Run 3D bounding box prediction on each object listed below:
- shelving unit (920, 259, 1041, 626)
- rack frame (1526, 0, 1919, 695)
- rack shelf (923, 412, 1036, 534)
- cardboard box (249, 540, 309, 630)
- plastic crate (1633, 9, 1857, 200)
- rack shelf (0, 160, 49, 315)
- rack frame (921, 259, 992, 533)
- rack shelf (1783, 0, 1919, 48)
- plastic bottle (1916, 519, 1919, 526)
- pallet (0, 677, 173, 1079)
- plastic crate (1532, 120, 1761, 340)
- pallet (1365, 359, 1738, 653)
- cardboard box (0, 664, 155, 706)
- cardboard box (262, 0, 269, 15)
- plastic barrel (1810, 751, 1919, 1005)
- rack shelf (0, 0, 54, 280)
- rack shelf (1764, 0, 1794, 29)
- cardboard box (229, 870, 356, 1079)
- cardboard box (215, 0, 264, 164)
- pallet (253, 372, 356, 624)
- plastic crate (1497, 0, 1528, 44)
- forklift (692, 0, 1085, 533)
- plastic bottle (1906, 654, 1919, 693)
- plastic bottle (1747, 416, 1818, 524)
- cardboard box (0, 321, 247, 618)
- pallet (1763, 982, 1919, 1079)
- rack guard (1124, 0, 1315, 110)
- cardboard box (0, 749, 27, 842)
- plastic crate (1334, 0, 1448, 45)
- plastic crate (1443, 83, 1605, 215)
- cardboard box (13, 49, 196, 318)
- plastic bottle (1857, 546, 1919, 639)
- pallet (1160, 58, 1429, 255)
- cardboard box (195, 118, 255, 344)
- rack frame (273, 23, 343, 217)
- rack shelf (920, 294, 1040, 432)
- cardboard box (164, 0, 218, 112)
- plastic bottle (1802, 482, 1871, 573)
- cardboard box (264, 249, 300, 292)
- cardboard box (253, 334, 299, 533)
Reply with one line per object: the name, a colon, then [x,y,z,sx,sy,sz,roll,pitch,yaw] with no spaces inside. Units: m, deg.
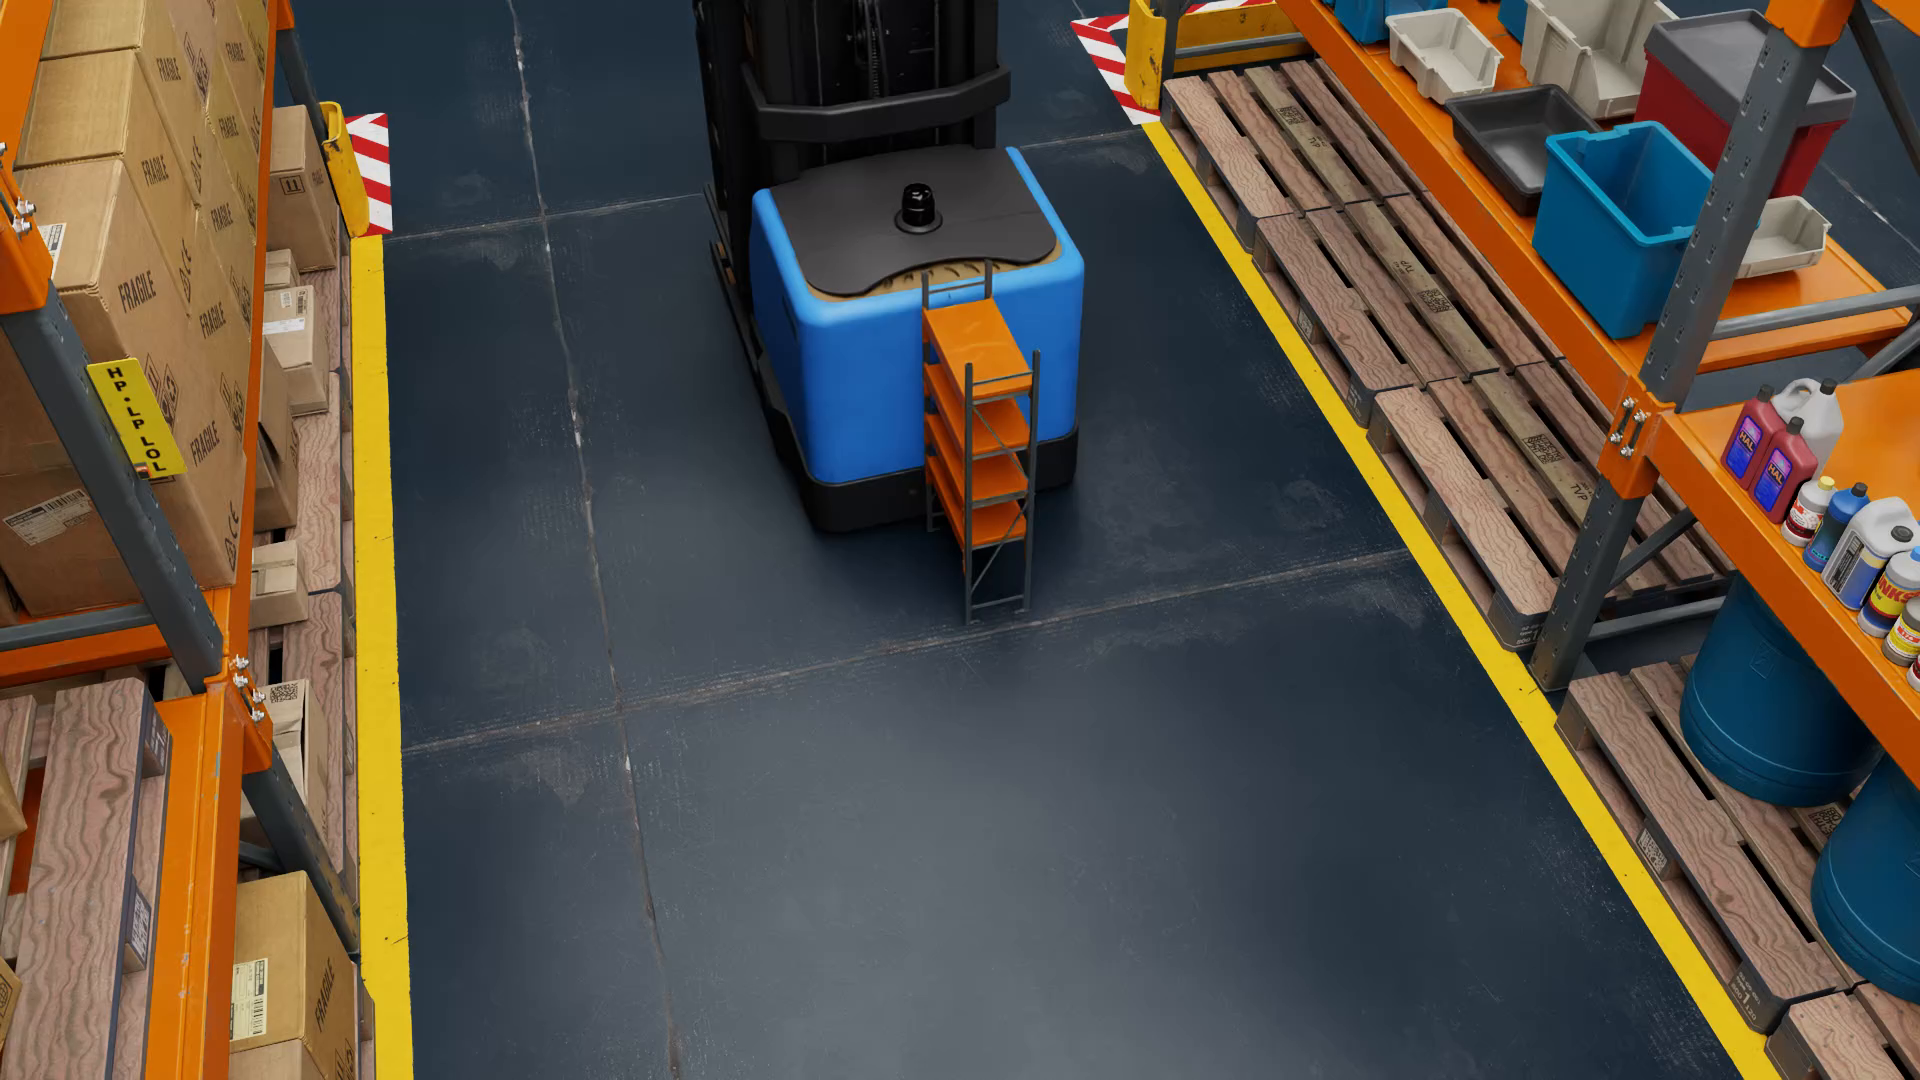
shelving unit: [0.061,-0.308,5.712,0.258,1.200,0.503,-12,47,-12]
rack frame: [2.480,-0.652,4.789,1.000,3.000,0.127,-11,47,-10]
rack shelf: [0.061,-0.261,5.760,0.258,0.148,0.480,-12,47,-12]
cardboard box: [-2.439,0.164,5.665,0.380,0.166,0.250,-11,47,-10]
plastic crate: [2.493,-1.358,5.393,0.402,0.464,0.583,-11,47,-10]
rack shelf: [-1.798,0.834,1.736,1.077,0.370,4.000,-11,47,-10]
rack frame: [-0.010,-0.475,5.875,0.240,1.200,0.015,-12,47,-12]
rack shelf: [2.992,-0.069,2.621,1.077,0.370,4.000,-11,47,-10]
plastic bottle: [2.439,0.024,4.266,0.097,0.201,0.097,0,46,0]
pallet: [-2.211,0.890,3.412,1.003,0.211,1.213,-11,47,-10]
plastic crate: [2.030,-0.927,5.028,0.392,0.384,0.575,-11,47,-10]
pallet: [2.254,-0.176,6.275,1.003,0.211,1.213,-11,47,-10]
cardboard box: [-2.730,0.631,4.974,0.500,0.500,0.500,-11,47,-10]
cardboard box: [-2.956,-2.286,6.320,0.500,0.500,0.500,-9,46,-9]
plastic barrel: [2.784,0.803,4.538,0.600,0.901,0.708,-11,47,-10]
rack shelf: [-2.822,-1.928,4.442,1.077,0.370,4.000,-11,47,-10]
rack shelf: [1.968,-2.831,5.327,1.077,0.370,4.000,-11,47,-10]
cardboard box: [-1.906,1.260,4.357,0.500,0.500,0.500,-11,47,-11]
cardboard box: [-2.697,-1.583,5.631,0.500,0.500,0.500,-10,46,-10]
pallet: [-2.800,-0.091,6.192,1.003,0.211,1.213,-11,47,-10]
plastic crate: [2.229,-2.005,6.190,0.416,0.233,0.300,-11,47,-10]
forklift: [-0.471,-2.127,6.283,1.130,2.935,3.031,-12,47,-12]
plastic bottle: [2.377,0.279,4.015,0.097,0.201,0.097,0,46,0]
plastic bottle: [2.195,-0.188,4.416,0.061,0.283,0.133,-11,47,-10]
cardboard box: [-2.177,-0.186,4.262,0.500,0.500,0.500,-10,46,-9]
pallet: [2.953,1.708,4.428,1.003,0.211,1.213,-11,47,-10]
rack guard: [1.437,-2.553,8.402,1.175,0.500,0.348,-11,47,-10]
cardboard box: [-2.405,0.437,3.357,0.700,0.500,0.500,-26,51,-23]
plastic crate: [1.614,-2.029,6.213,0.416,0.233,0.300,-11,47,-10]
plastic crate: [1.933,-1.300,5.575,0.437,0.125,0.590,-11,47,-10]
cardboard box: [-2.291,-0.867,4.229,0.500,0.500,0.500,-12,47,-12]
plastic bottle: [2.327,0.120,4.122,0.097,0.271,0.097,0,46,0]
pallet: [1.629,-1.861,7.926,1.003,0.211,1.213,-11,47,-10]
cardboard box: [-2.437,-0.884,4.946,0.500,0.500,0.500,-11,47,-11]
rack frame: [-3.334,-2.510,6.610,1.000,3.000,0.127,-11,47,-10]
rack shelf: [0.061,-0.583,5.431,0.258,0.148,0.480,-12,47,-12]
cardboard box: [-2.555,-1.578,4.926,0.500,0.500,0.500,-9,46,-9]
plastic bottle: [2.267,-0.040,4.279,0.097,0.271,0.097,0,46,0]
cardboard box: [-2.940,-1.046,6.851,0.380,0.166,0.250,-11,47,-10]
cardboard box: [-2.796,-0.325,5.908,0.797,0.503,0.637,-11,47,-10]
